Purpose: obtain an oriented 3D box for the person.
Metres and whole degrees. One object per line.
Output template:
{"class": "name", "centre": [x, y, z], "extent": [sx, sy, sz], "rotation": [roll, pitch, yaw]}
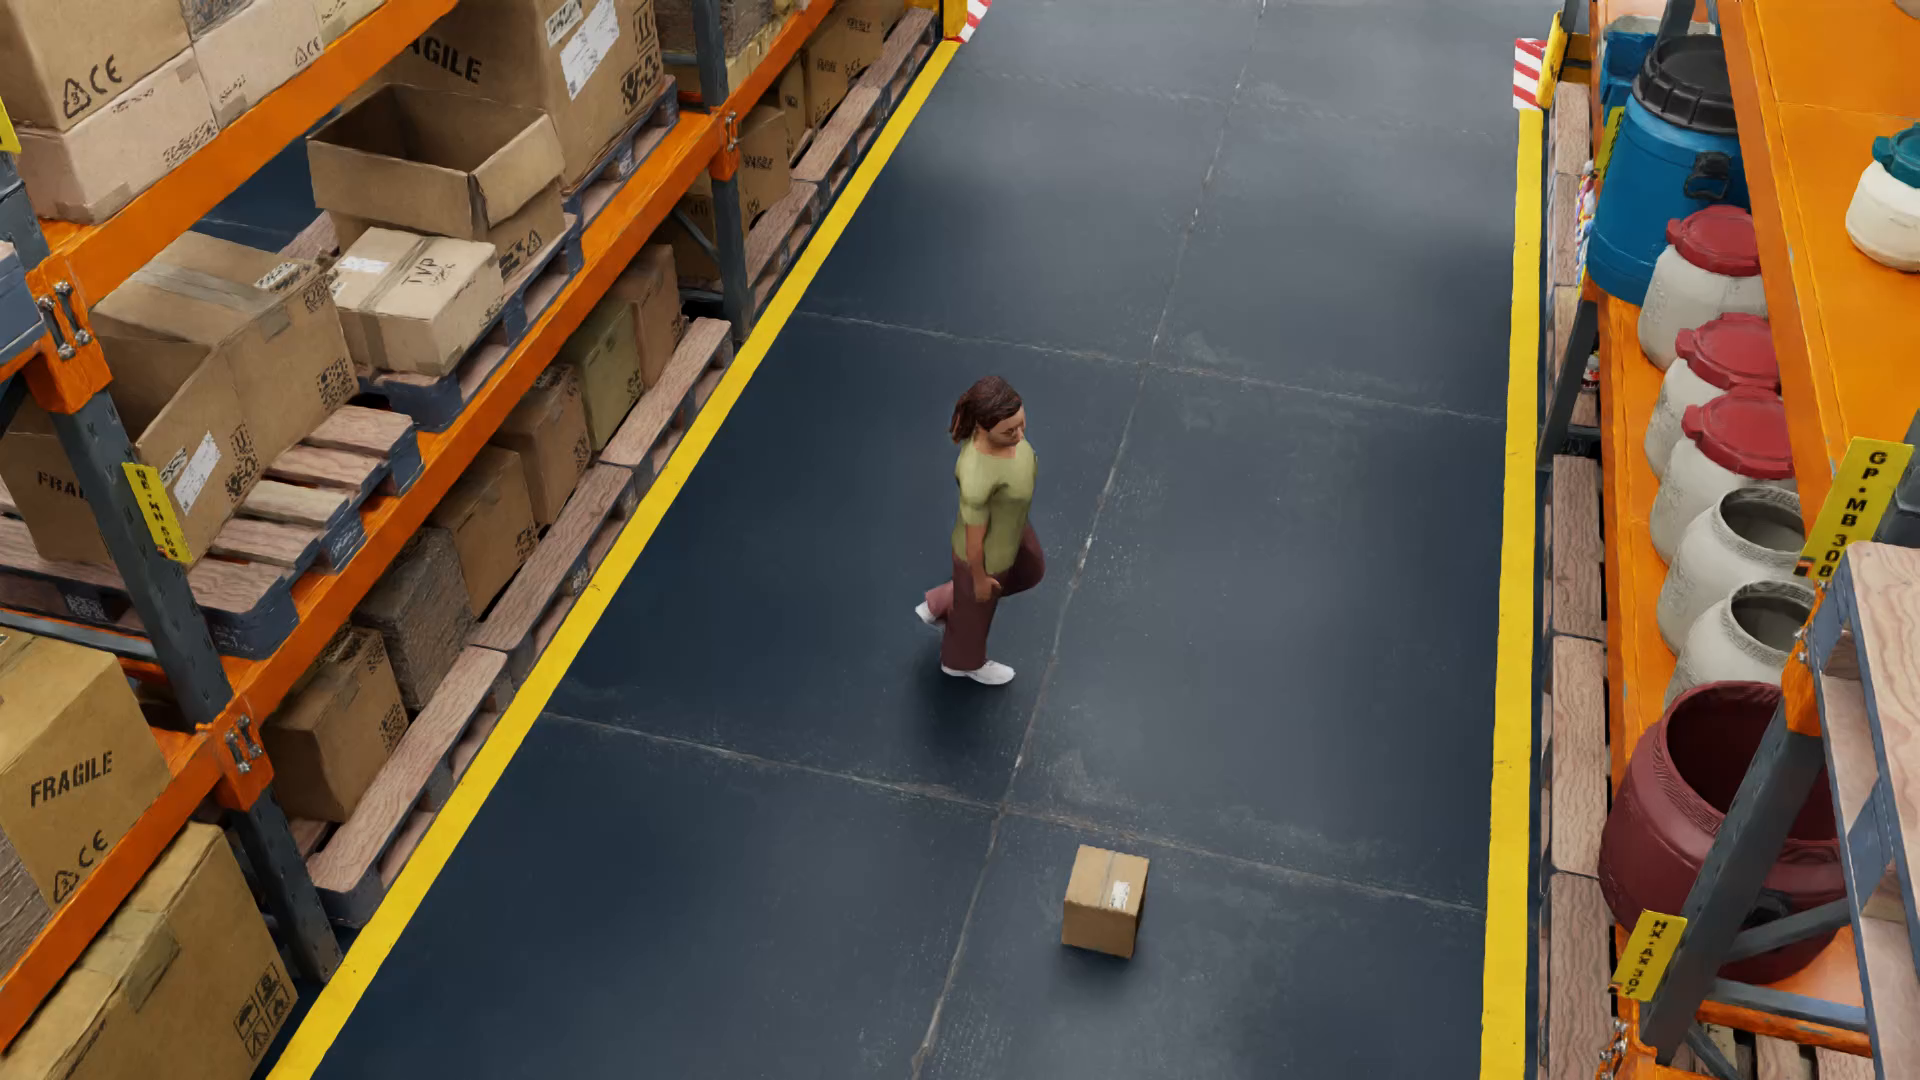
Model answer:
{"class": "person", "centre": [0.038, -0.019, 6.196], "extent": [0.513, 1.639, 0.559], "rotation": [10, 42, 11]}
